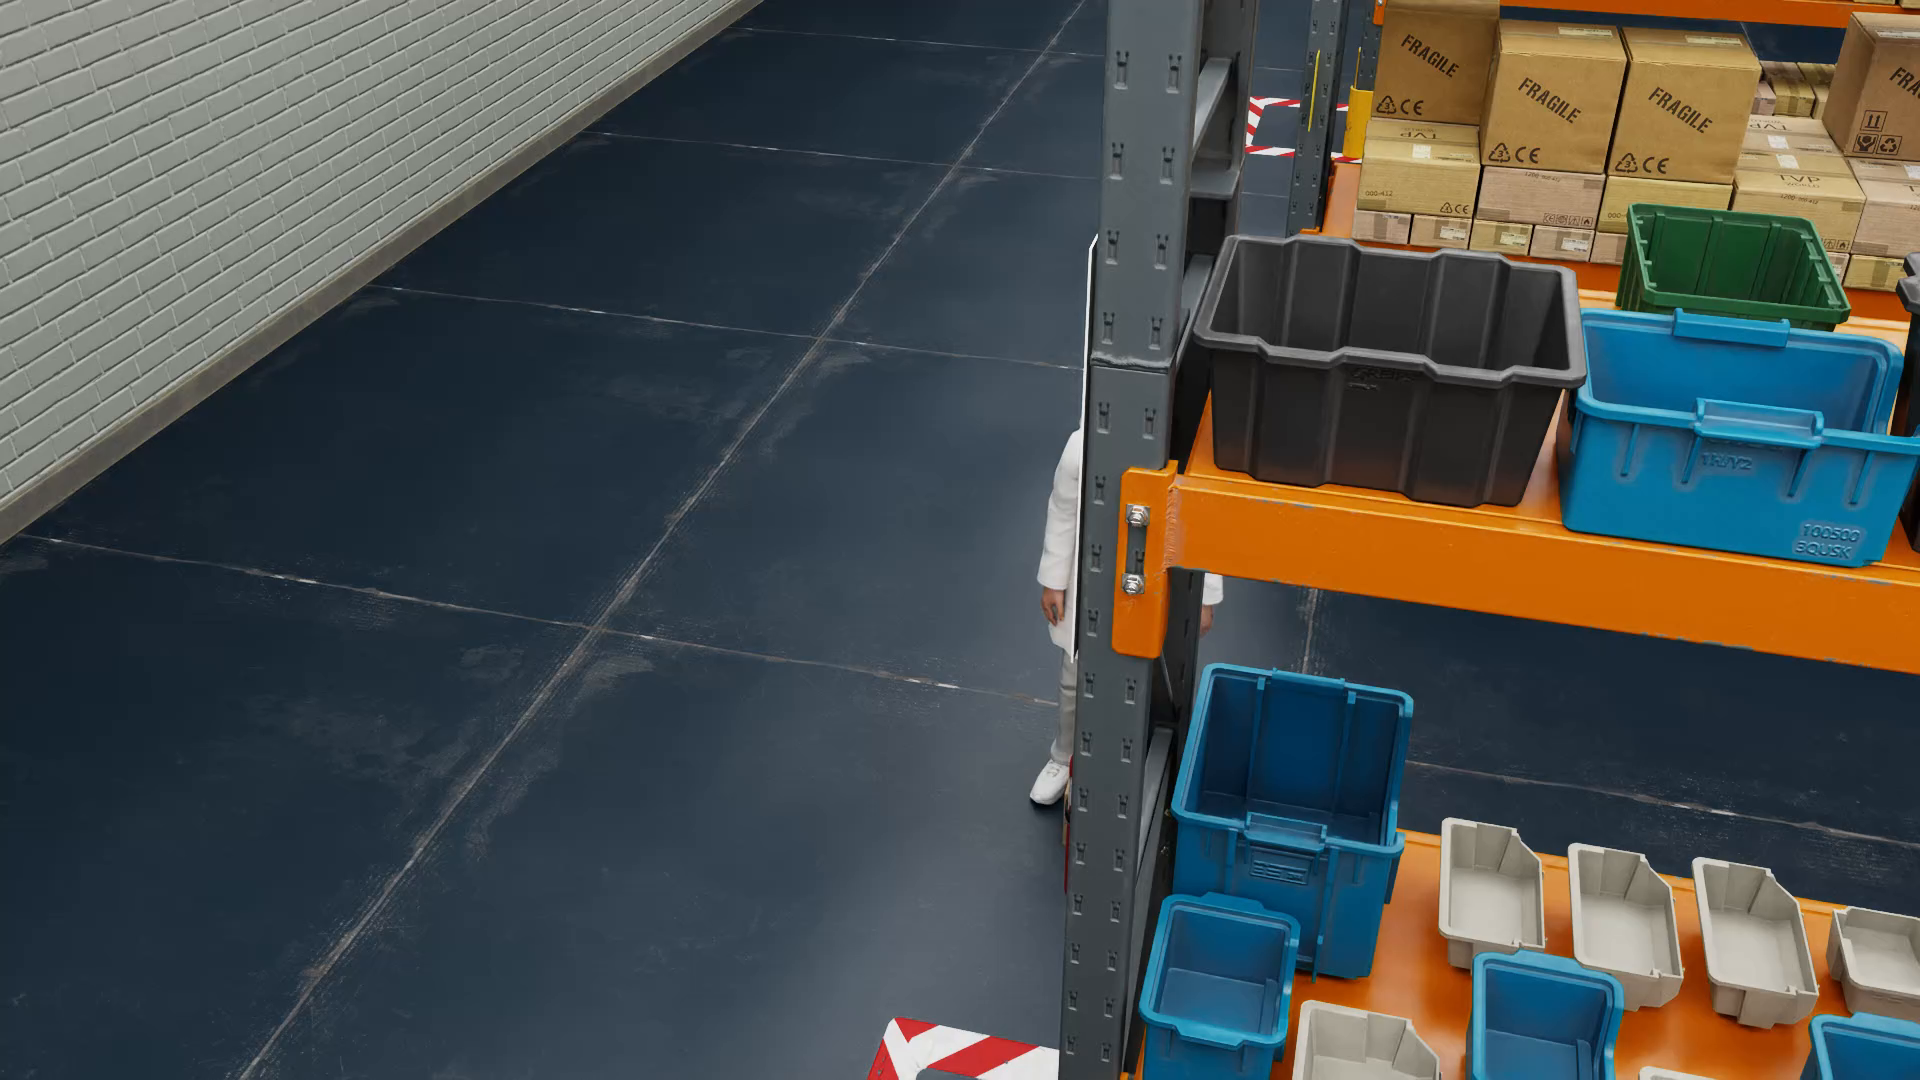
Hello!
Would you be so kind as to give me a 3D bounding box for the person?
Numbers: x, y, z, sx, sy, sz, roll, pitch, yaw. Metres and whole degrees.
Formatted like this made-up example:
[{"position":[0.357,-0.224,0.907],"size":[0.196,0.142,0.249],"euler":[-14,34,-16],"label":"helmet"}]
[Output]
[{"position":[0.596,0.185,5.860],"size":[0.654,1.774,0.422],"euler":[6,33,10],"label":"person"}]
